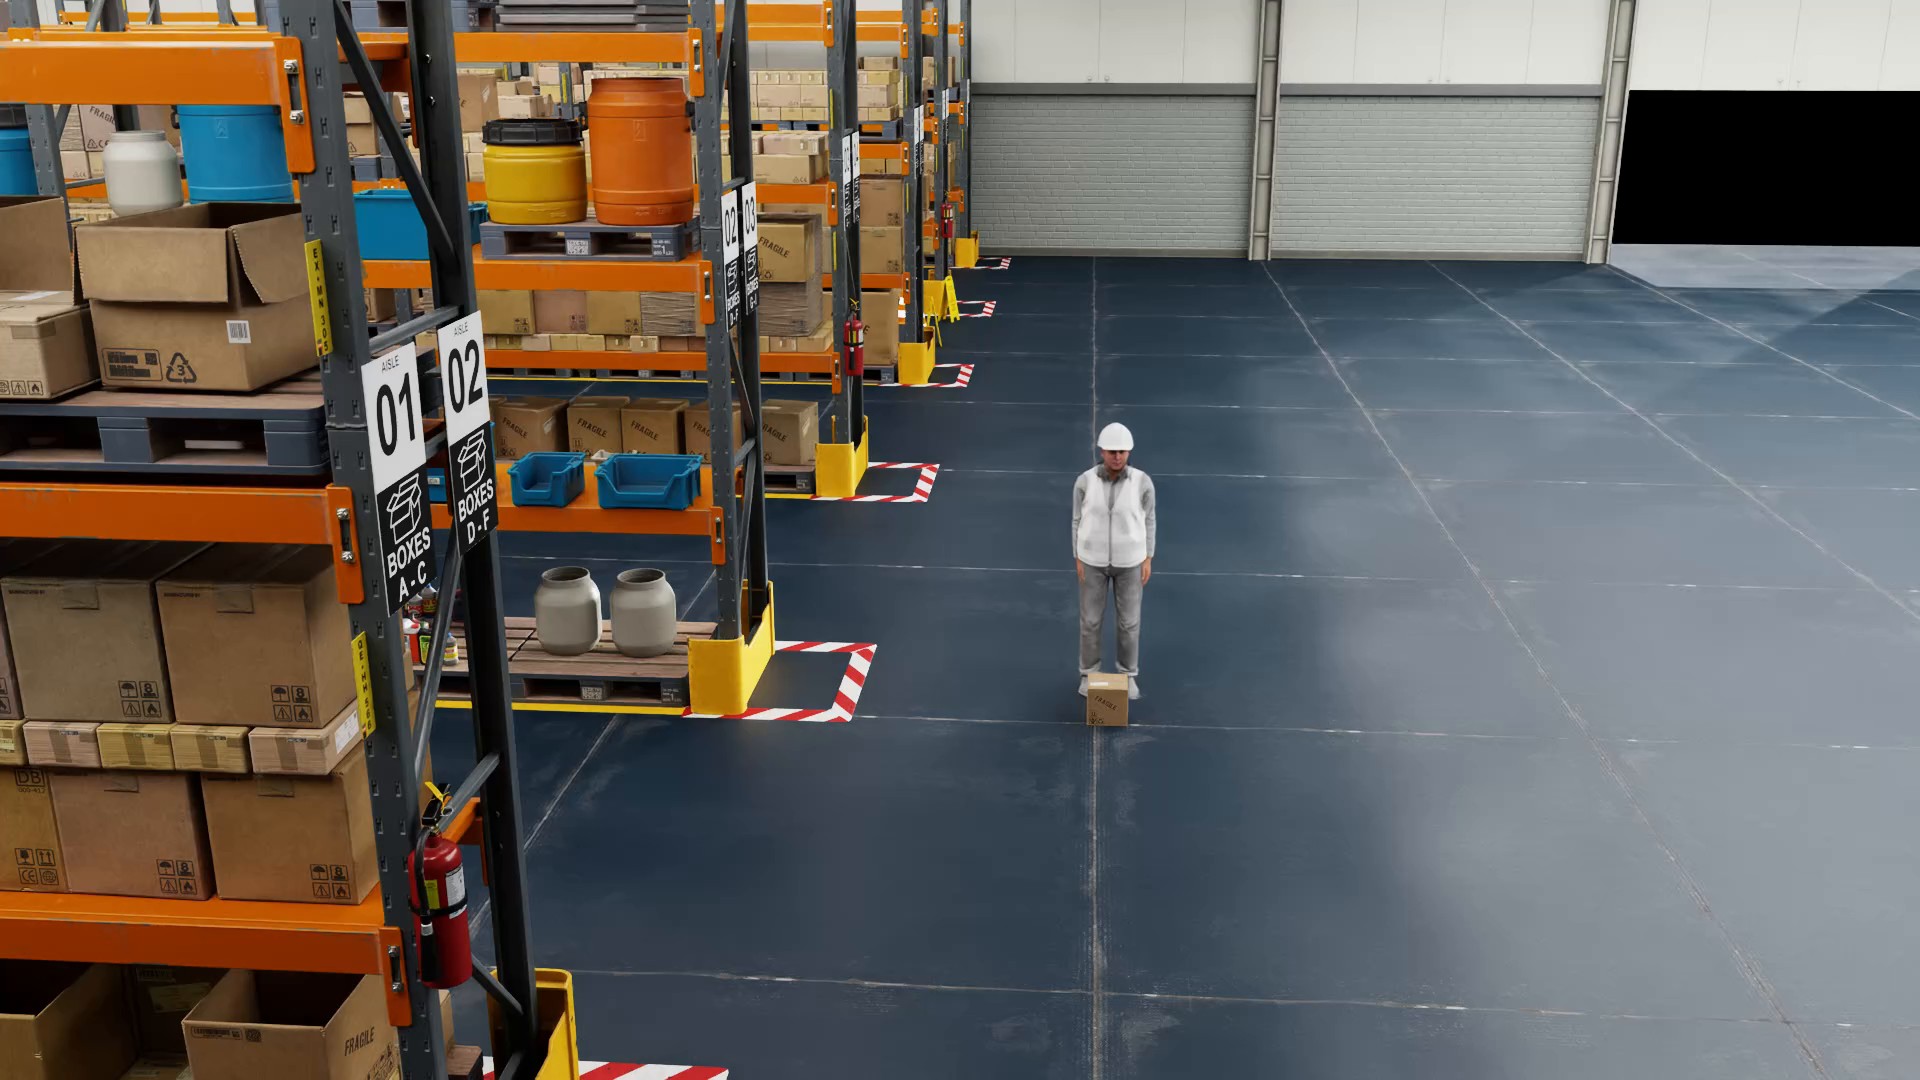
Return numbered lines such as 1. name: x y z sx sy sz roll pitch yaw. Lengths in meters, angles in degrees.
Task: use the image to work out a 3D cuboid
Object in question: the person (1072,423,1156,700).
1. person: 0.973 0.136 10.595 0.531 1.787 0.357 2 17 6
